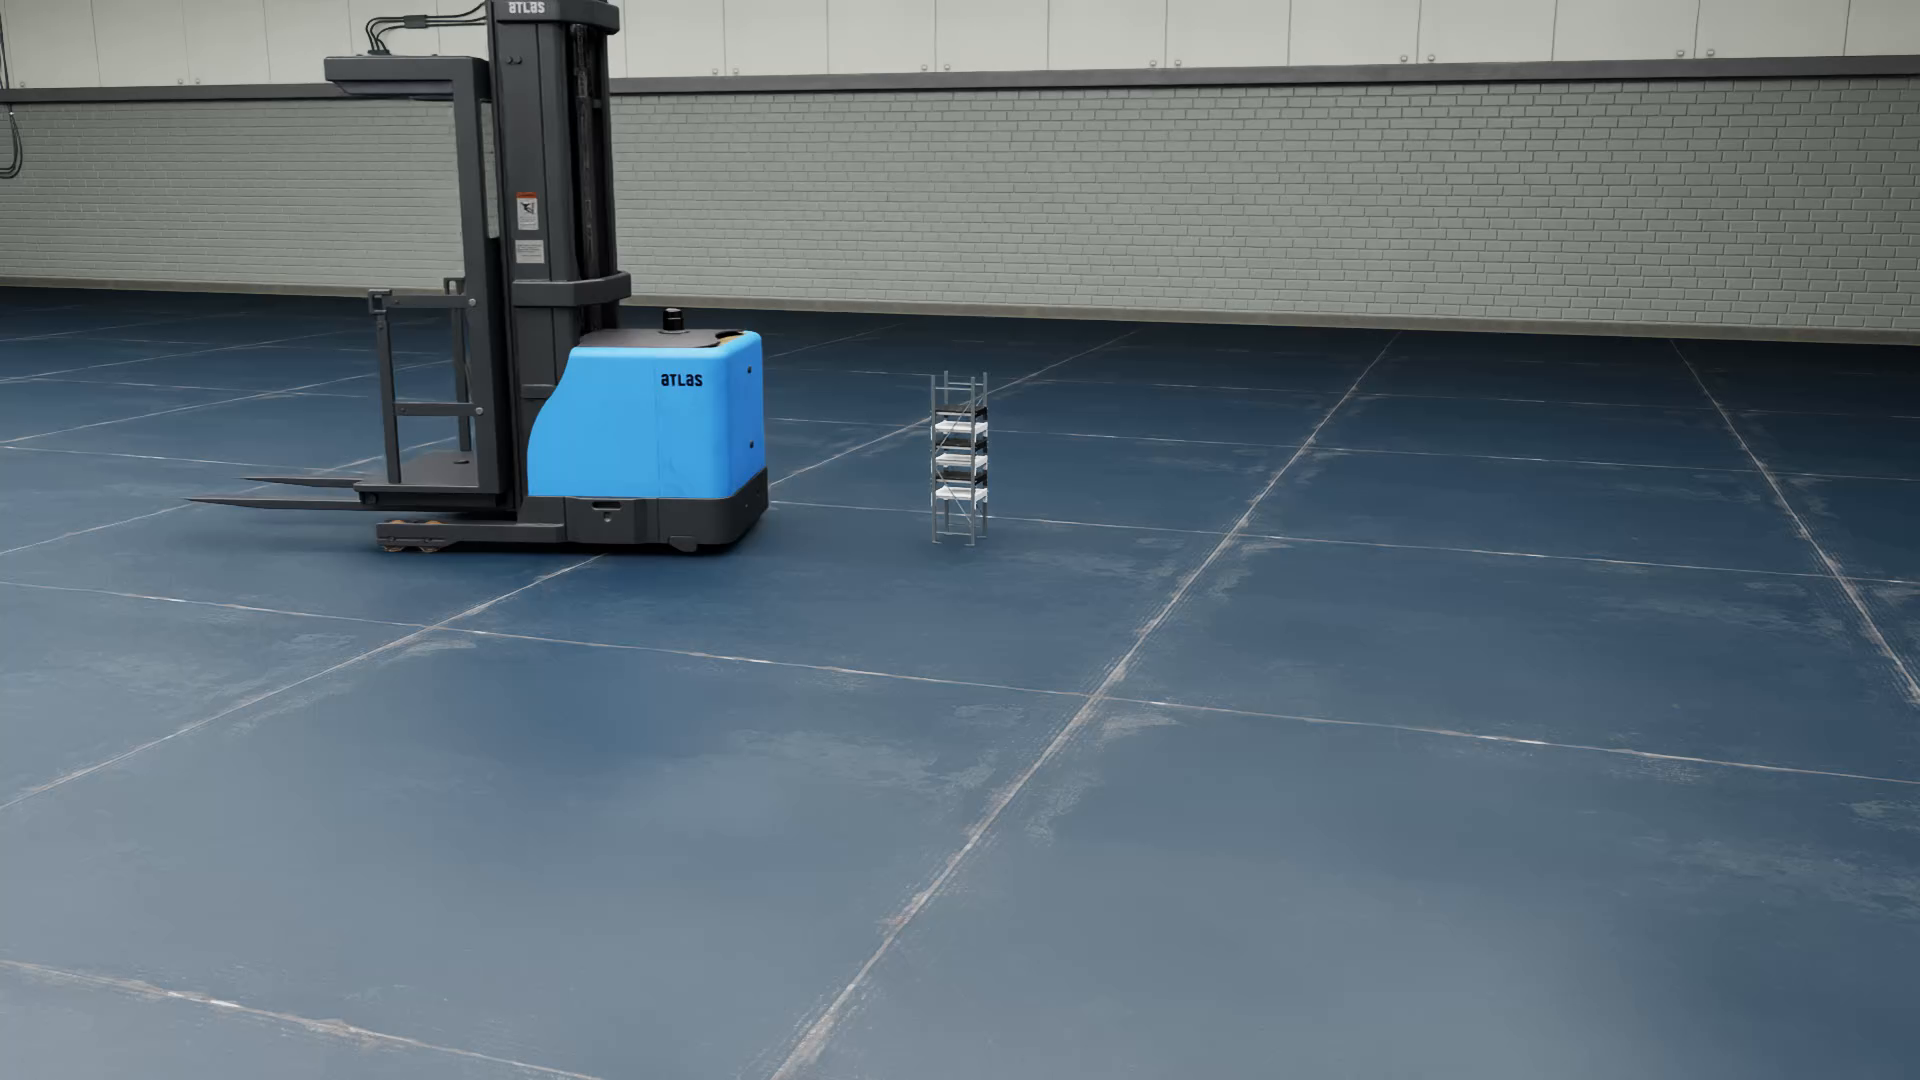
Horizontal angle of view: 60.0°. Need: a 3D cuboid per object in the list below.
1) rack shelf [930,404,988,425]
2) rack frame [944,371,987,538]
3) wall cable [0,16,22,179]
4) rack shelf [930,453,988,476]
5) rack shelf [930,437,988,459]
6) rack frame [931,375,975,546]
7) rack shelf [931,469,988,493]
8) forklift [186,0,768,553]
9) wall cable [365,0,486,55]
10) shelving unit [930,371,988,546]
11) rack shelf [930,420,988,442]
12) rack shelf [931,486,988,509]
[{"bbox_3d":[-0.003,-0.668,8.828,0.258,0.077,0.200,4,14,18],"label":"rack shelf"},{"bbox_3d":[0.030,-0.458,8.974,0.240,0.900,0.006,4,14,18],"label":"rack frame"},{"bbox_3d":[-16.407,-7.077,26.749,3.097,2.526,0.112,4,14,18],"label":"wall cable"},{"bbox_3d":[-0.003,-0.405,8.888,0.258,0.077,0.200,4,14,18],"label":"rack shelf"},{"bbox_3d":[-0.003,-0.492,8.868,0.258,0.077,0.200,4,14,18],"label":"rack shelf"},{"bbox_3d":[-0.036,-0.416,8.787,0.240,0.900,0.006,4,14,18],"label":"rack frame"},{"bbox_3d":[-0.003,-0.317,8.908,0.258,0.077,0.200,4,14,18],"label":"rack shelf"},{"bbox_3d":[-2.638,-1.478,8.877,3.031,2.935,1.130,1,13,5],"label":"forklift"},{"bbox_3d":[-7.430,-9.562,23.016,2.305,6.003,0.169,4,14,18],"label":"wall cable"},{"bbox_3d":[-0.003,-0.437,8.880,0.258,0.900,0.210,4,14,18],"label":"shelving unit"},{"bbox_3d":[-0.003,-0.580,8.848,0.258,0.077,0.200,4,14,18],"label":"rack shelf"},{"bbox_3d":[-0.003,-0.229,8.928,0.258,0.077,0.200,4,14,18],"label":"rack shelf"}]
